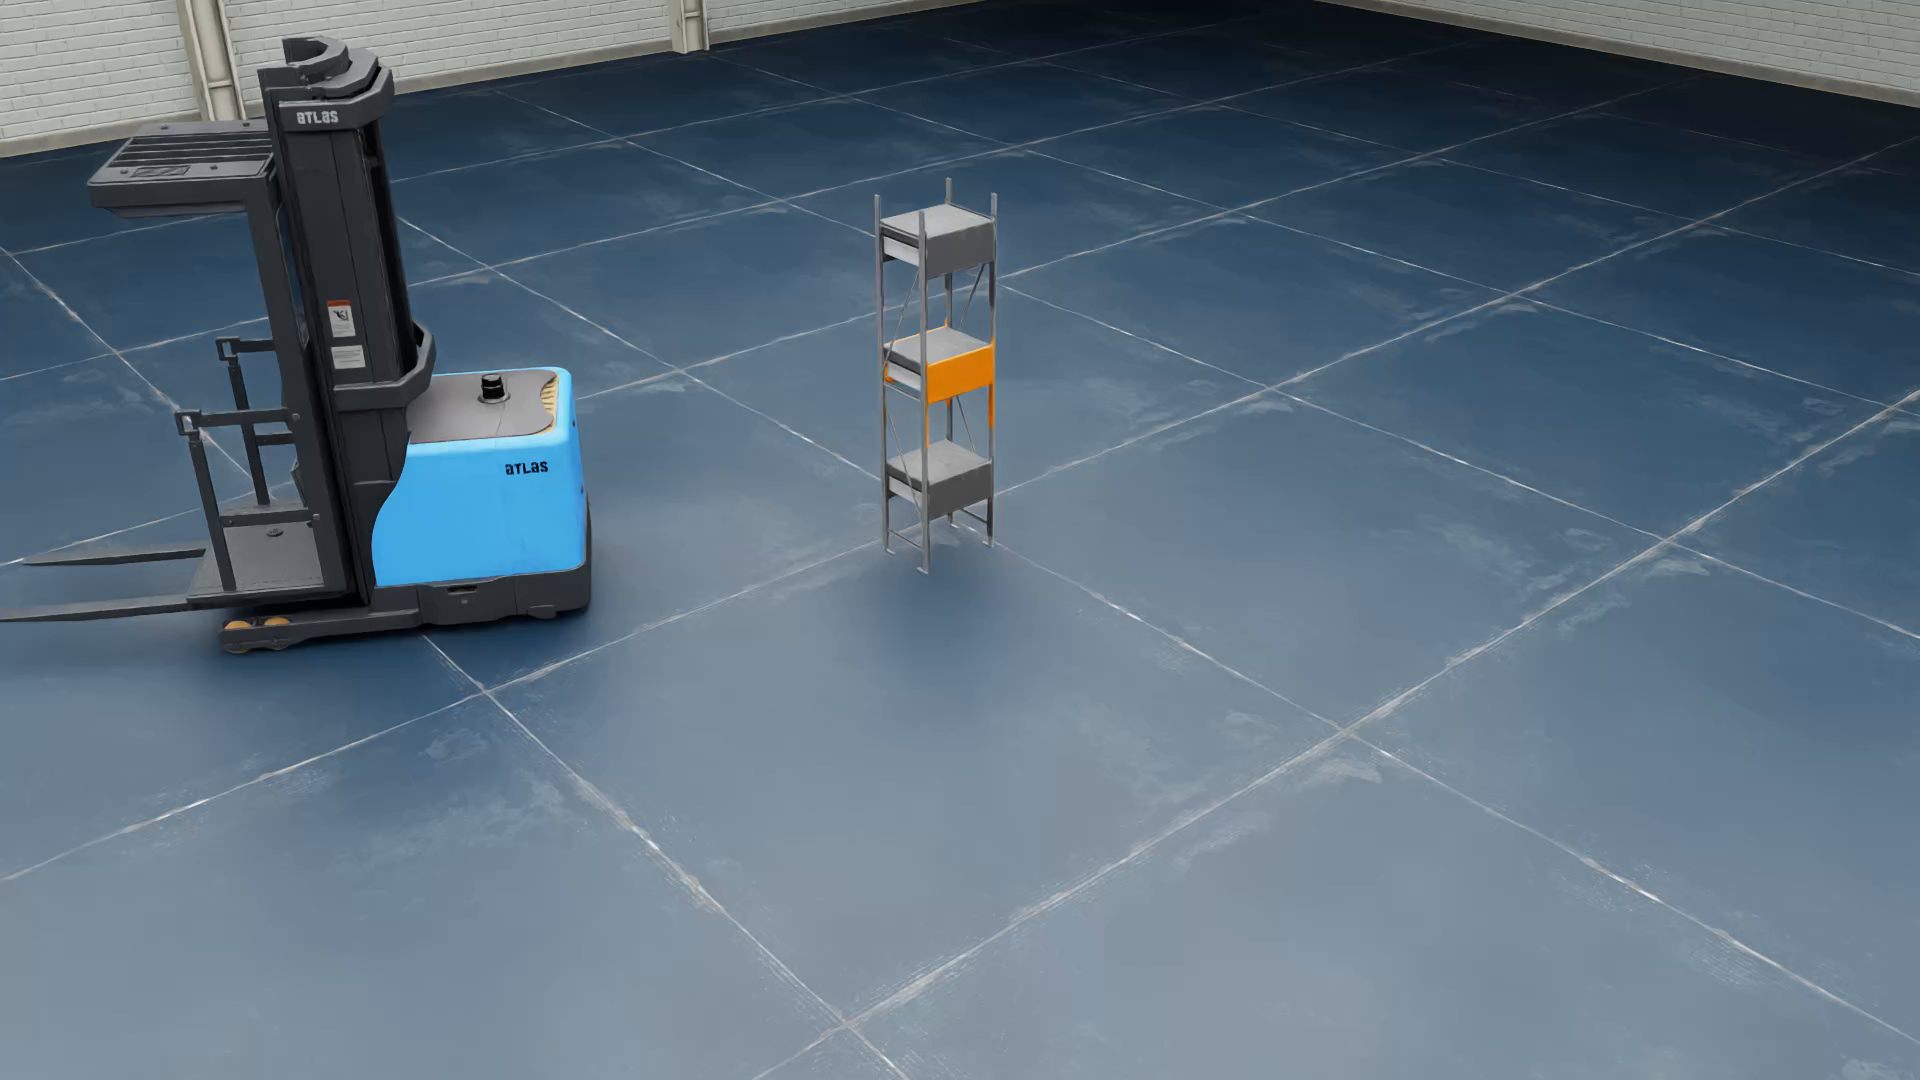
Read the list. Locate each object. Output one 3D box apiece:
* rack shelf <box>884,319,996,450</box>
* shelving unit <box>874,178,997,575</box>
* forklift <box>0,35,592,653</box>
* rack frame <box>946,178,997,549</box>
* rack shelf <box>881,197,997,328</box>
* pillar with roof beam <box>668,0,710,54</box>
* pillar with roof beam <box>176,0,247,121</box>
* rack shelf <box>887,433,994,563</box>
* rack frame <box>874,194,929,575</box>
[{"bbox_3d":[-0.126,-0.863,9.167,0.480,0.518,0.431,-22,35,-35],"label":"rack shelf"},{"bbox_3d":[-0.126,-0.875,9.160,0.503,2.100,0.431,-22,35,-35],"label":"shelving unit"},{"bbox_3d":[-3.567,-0.974,8.462,3.031,2.935,1.130,-5,29,-9],"label":"forklift"},{"bbox_3d":[0.060,-0.950,9.300,0.015,2.100,0.400,-22,35,-35],"label":"rack frame"},{"bbox_3d":[-0.126,-1.481,8.837,0.480,0.518,0.431,-22,35,-35],"label":"rack shelf"},{"bbox_3d":[-0.728,-8.832,16.729,0.400,9.000,9.100,-22,35,-35],"label":"pillar with roof beam"},{"bbox_3d":[-5.293,-6.997,13.295,0.400,9.000,9.100,-22,35,-35],"label":"pillar with roof beam"},{"bbox_3d":[-0.126,-0.246,9.497,0.480,0.518,0.431,-22,35,-35],"label":"rack shelf"},{"bbox_3d":[-0.312,-0.801,9.021,0.015,2.100,0.400,-22,35,-35],"label":"rack frame"}]
